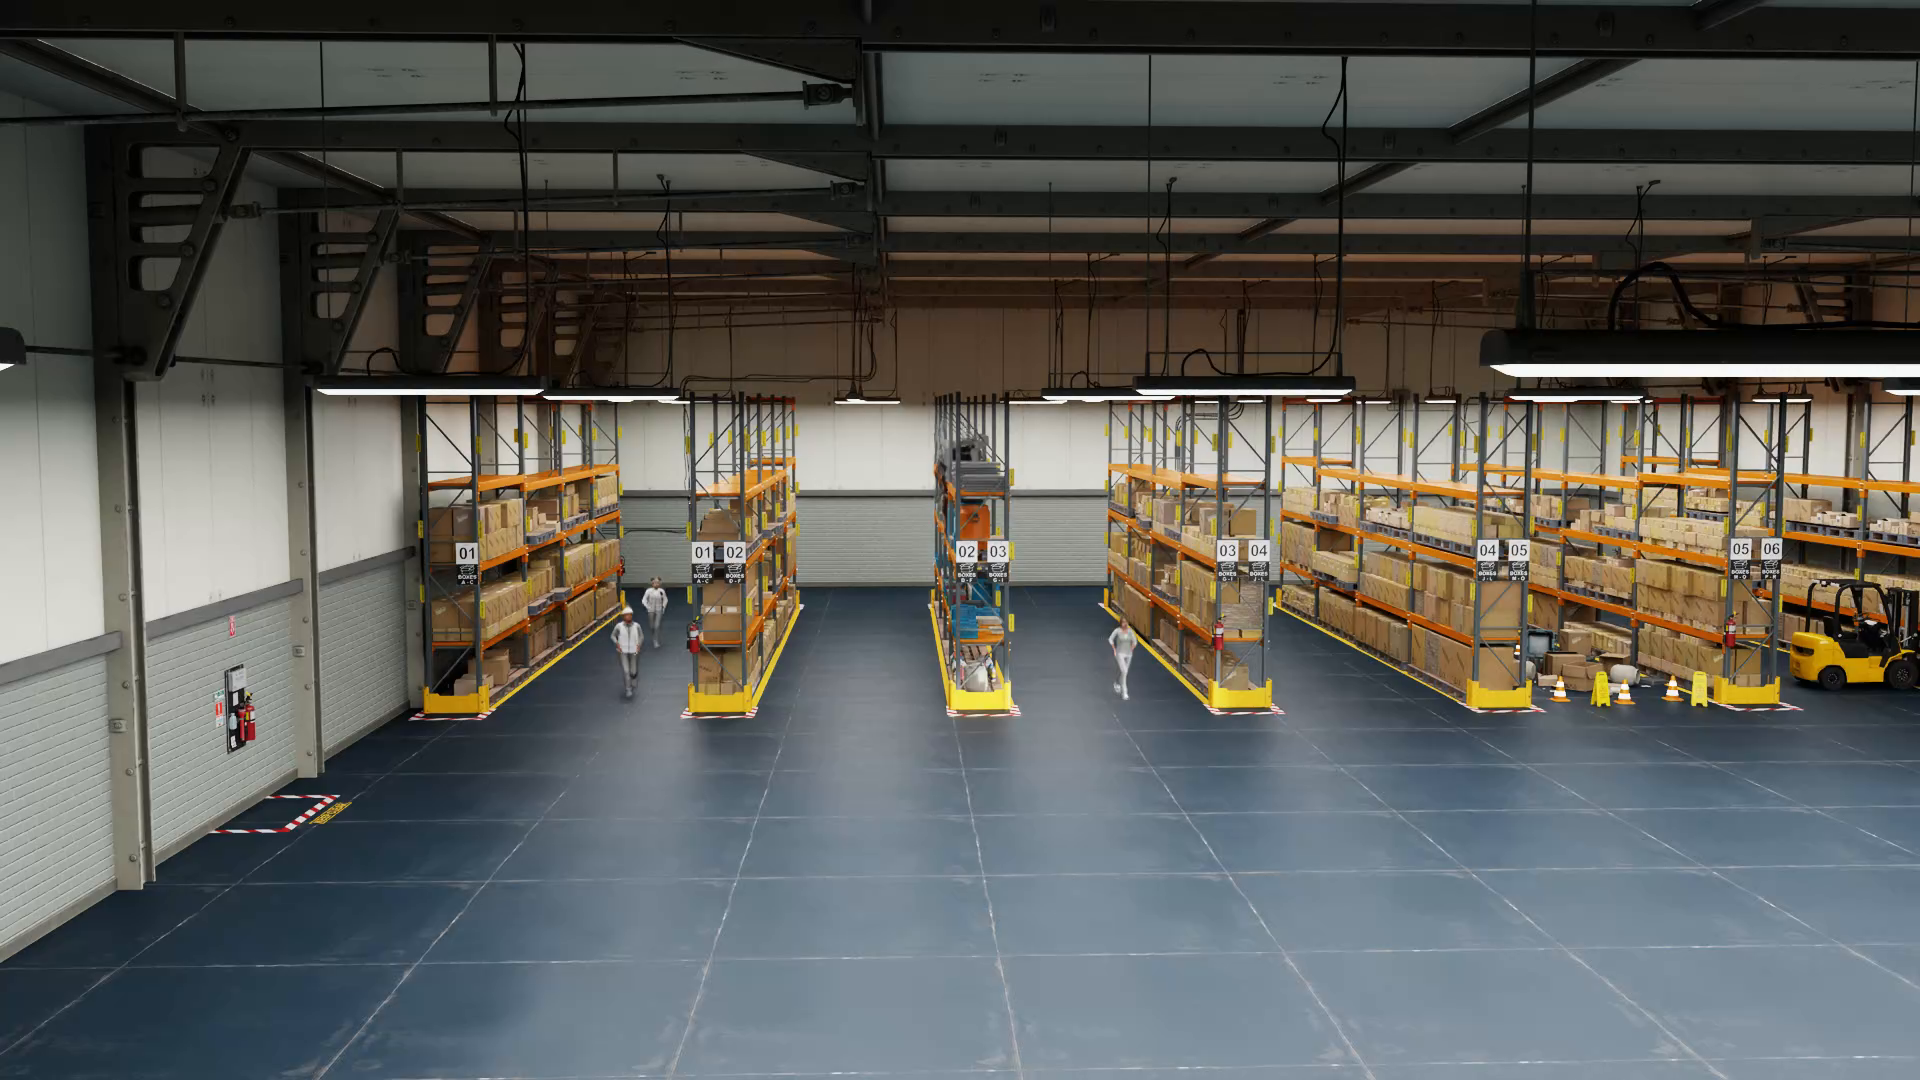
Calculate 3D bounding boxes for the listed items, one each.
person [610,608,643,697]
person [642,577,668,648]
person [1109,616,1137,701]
[{"bbox_3d":[-6.622,2.214,33.090,0.657,1.751,0.652,-2,5,-18],"label":"person"},{"bbox_3d":[-7.294,1.713,39.806,0.613,1.689,0.682,-1,5,-11],"label":"person"},{"bbox_3d":[3.210,2.301,32.736,0.529,1.630,0.741,-2,5,-18],"label":"person"}]
